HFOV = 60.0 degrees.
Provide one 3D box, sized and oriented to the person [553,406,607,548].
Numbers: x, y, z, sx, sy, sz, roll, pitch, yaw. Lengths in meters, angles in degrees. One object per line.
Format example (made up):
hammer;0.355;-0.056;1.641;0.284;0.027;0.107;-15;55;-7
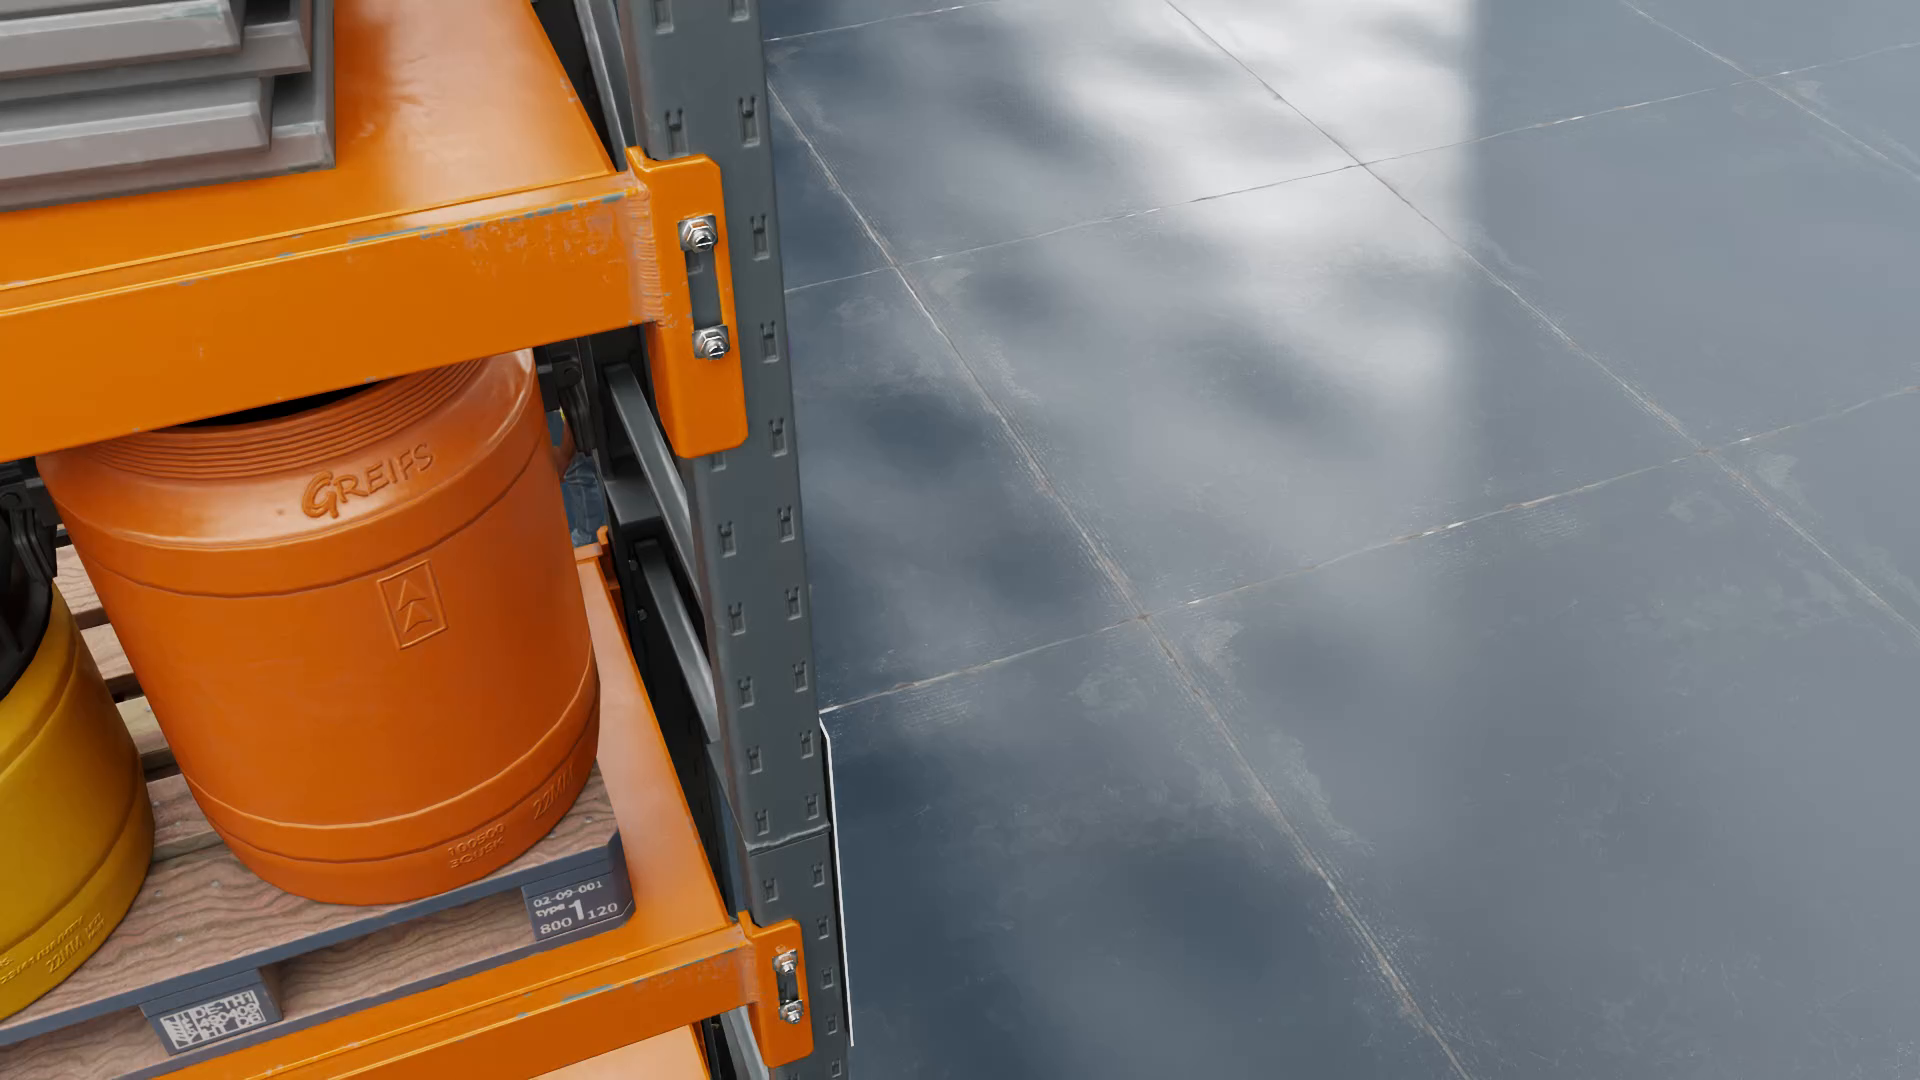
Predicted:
person;-1.490;-0.467;6.670;0.641;1.789;0.627;-5;42;-6
